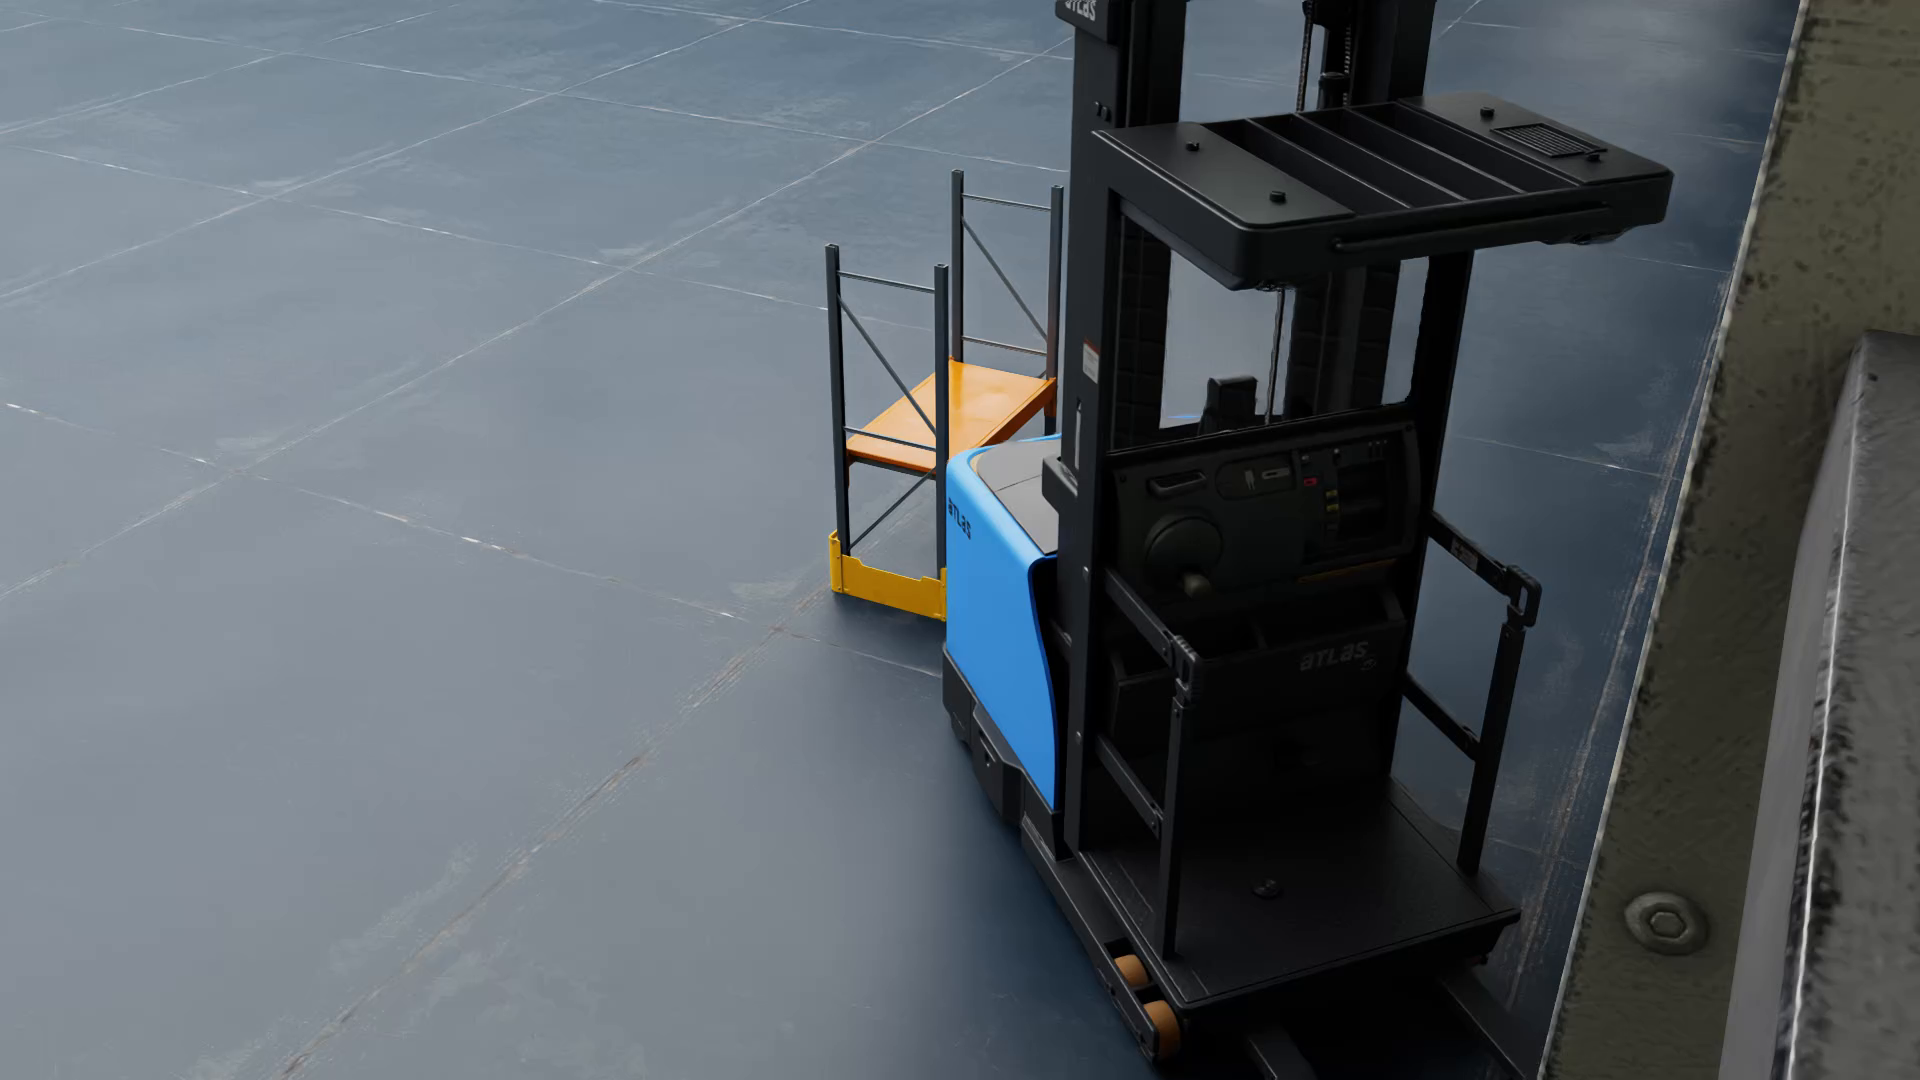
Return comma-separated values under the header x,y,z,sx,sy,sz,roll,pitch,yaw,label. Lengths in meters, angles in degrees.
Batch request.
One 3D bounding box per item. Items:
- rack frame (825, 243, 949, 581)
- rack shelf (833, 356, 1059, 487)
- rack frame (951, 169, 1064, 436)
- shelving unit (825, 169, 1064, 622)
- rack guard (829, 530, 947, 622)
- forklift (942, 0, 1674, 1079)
x,y,z,sx,sy,sz,roll,pitch,yaw,label
-0.270,-0.387,6.431,0.500,1.500,0.032,14,33,23,rack frame
-0.039,-0.457,6.913,0.538,0.185,1.000,14,33,23,rack shelf
0.193,-0.838,7.216,0.500,1.500,0.032,14,33,23,rack frame
-0.035,-0.617,6.831,0.587,1.500,1.083,14,33,23,shelving unit
-0.262,0.146,6.757,0.587,0.250,0.087,14,33,23,rack guard
0.928,-0.036,4.383,1.130,2.935,3.031,-11,32,-18,forklift
